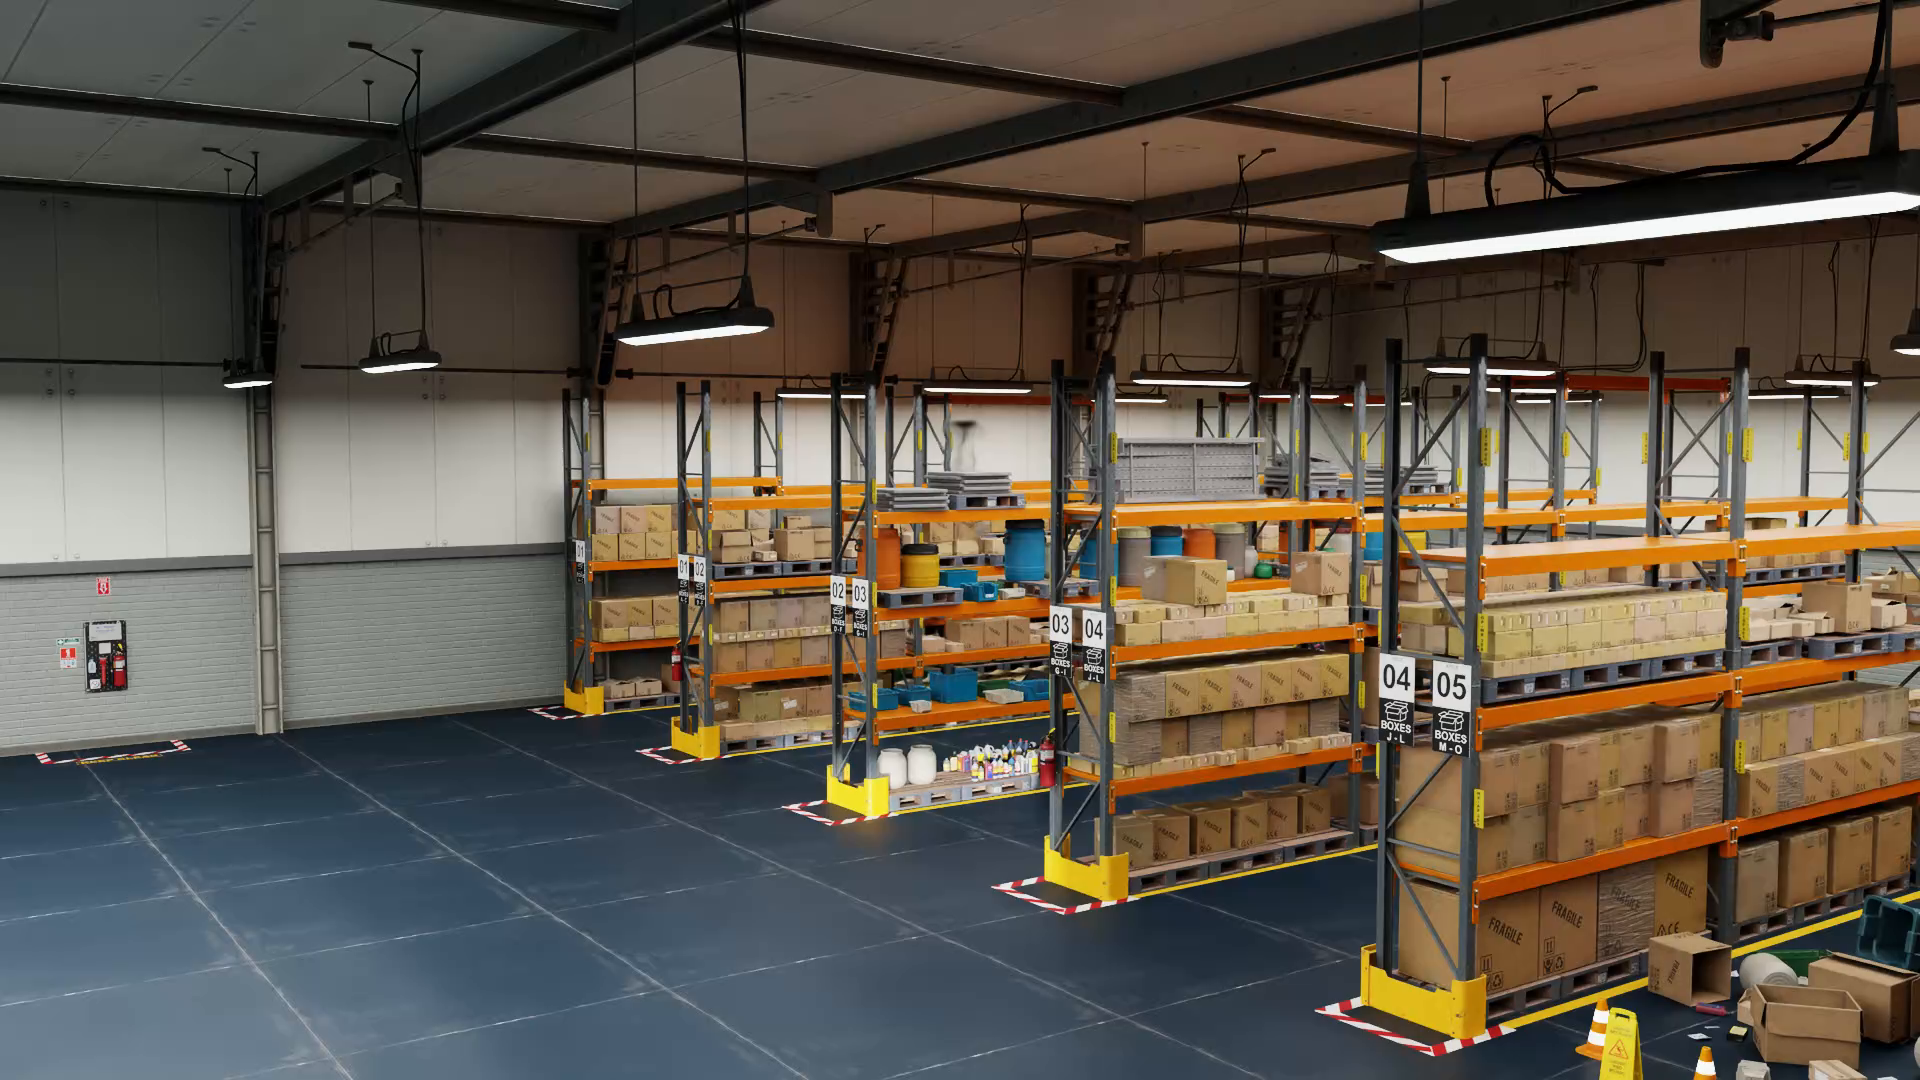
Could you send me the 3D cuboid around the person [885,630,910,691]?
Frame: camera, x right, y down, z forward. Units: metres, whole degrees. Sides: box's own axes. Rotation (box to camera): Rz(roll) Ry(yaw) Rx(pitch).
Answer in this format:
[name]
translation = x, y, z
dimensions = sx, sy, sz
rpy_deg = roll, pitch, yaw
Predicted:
[person]
translation = -1.135, 2.277, 31.423
dimensions = 0.845, 1.772, 0.655
rpy_deg = -3, 4, -35
